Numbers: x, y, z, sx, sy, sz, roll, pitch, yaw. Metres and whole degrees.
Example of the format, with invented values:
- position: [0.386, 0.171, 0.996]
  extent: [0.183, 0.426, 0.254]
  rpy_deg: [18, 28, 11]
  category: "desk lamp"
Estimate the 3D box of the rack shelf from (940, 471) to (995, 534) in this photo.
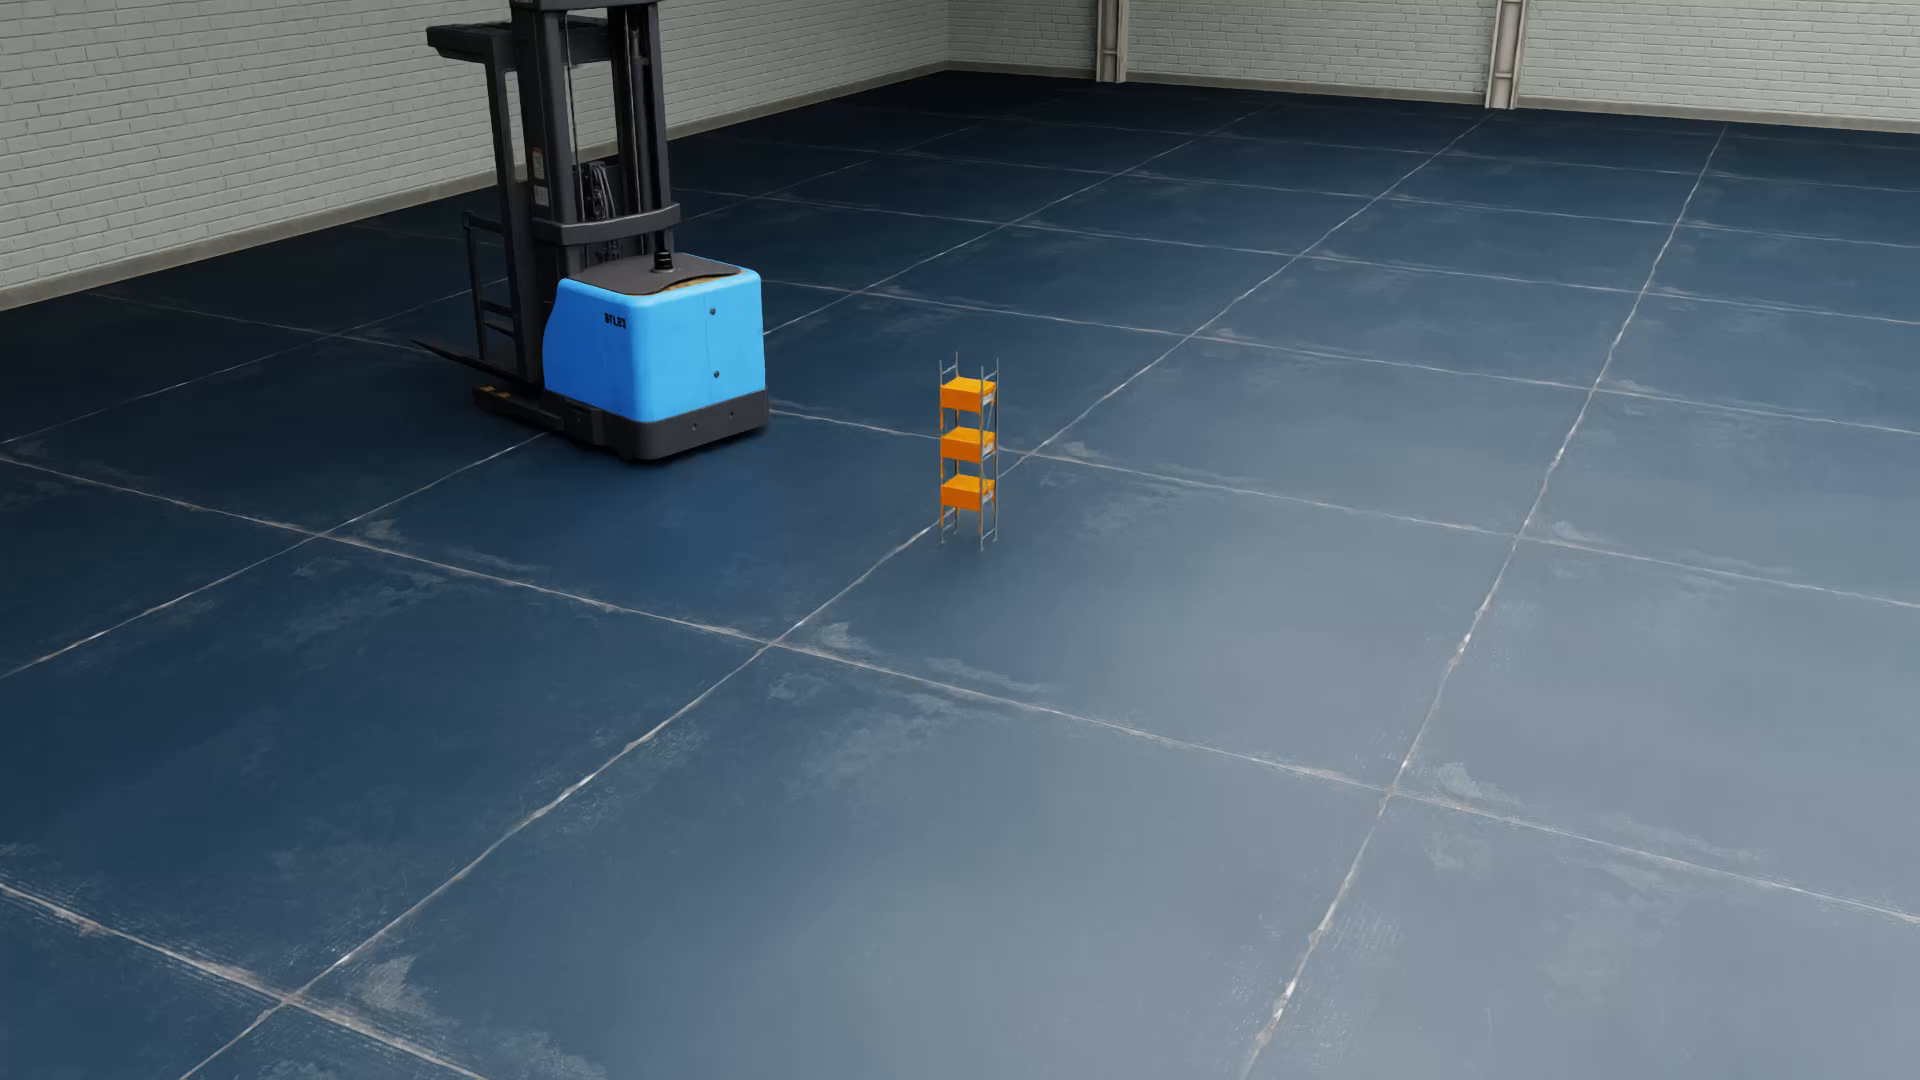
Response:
- position: [0.048, -0.208, 9.135]
  extent: [0.240, 0.259, 0.215]
  rpy_deg: [11, 25, 25]
  category: "rack shelf"

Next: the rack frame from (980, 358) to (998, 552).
- position: [0.157, -0.452, 8.972]
  extent: [0.008, 1.050, 0.200]
  rpy_deg: [11, 25, 25]
  category: "rack frame"

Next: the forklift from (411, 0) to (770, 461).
- position: [-2.672, -2.311, 10.938]
  extent: [3.031, 2.935, 1.130]
  rpy_deg: [20, 30, 39]
  category: "forklift"

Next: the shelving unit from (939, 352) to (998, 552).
- position: [0.048, -0.474, 9.022]
  extent: [0.252, 1.050, 0.215]
  rpy_deg: [11, 25, 25]
  category: "shelving unit"

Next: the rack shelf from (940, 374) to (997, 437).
- position: [0.048, -0.725, 8.915]
  extent: [0.240, 0.259, 0.215]
  rpy_deg: [11, 25, 25]
  category: "rack shelf"

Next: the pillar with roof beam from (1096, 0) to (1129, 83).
- position: [0.447, -9.893, 21.014]
  extent: [0.400, 9.000, 9.100]
  rpy_deg: [11, 25, 25]
  category: "pillar with roof beam"

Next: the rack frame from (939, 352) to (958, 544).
- position: [-0.061, -0.495, 9.073]
  extent: [0.008, 1.050, 0.200]
  rpy_deg: [11, 25, 25]
  category: "rack frame"

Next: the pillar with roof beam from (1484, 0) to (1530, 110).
- position: [5.801, -8.834, 18.523]
  extent: [0.400, 9.000, 9.100]
  rpy_deg: [11, 25, 25]
  category: "pillar with roof beam"

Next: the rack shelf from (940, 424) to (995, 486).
- position: [0.048, -0.464, 9.026]
  extent: [0.240, 0.259, 0.215]
  rpy_deg: [11, 25, 25]
  category: "rack shelf"
